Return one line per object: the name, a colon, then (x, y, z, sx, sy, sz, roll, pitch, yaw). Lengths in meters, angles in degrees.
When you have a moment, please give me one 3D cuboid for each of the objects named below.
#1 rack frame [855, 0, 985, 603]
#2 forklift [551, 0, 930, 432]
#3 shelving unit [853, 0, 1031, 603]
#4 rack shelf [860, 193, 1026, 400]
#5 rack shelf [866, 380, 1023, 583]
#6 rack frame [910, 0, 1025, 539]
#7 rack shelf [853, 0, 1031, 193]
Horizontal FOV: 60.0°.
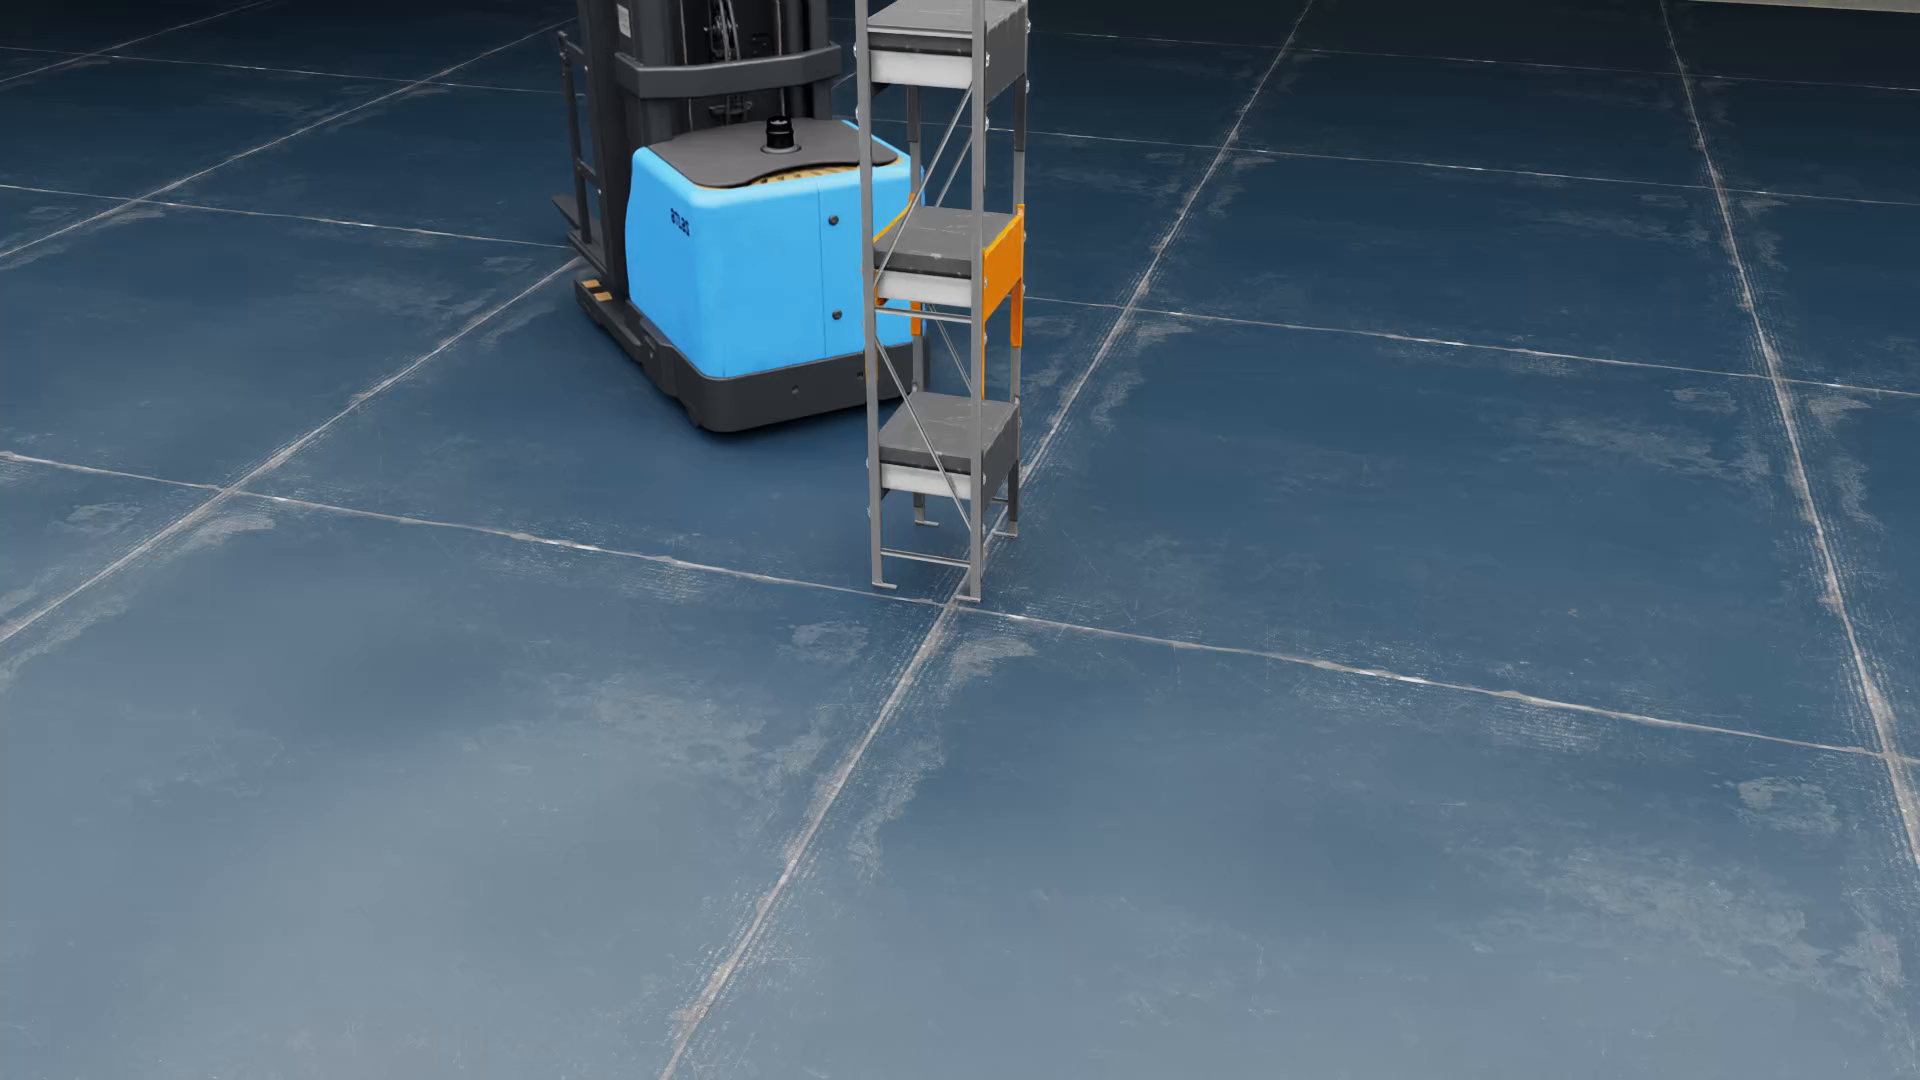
rack frame: (-0.120, -0.727, 5.397, 0.400, 2.100, 0.015, 8, 30, 15)
forklift: (-1.262, -2.417, 7.580, 1.130, 2.935, 3.031, -14, 32, -24)
shelving unit: (-0.049, -0.841, 5.601, 0.431, 2.100, 0.503, 8, 30, 15)
rack shelf: (-0.049, -0.829, 5.608, 0.431, 0.518, 0.480, 8, 30, 15)
rack shelf: (-0.049, -0.217, 5.948, 0.431, 0.518, 0.480, 8, 30, 15)
rack frame: (0.023, -0.954, 5.805, 0.400, 2.100, 0.015, 8, 30, 15)
rack shelf: (-0.049, -1.440, 5.268, 0.431, 0.518, 0.480, 8, 30, 15)
